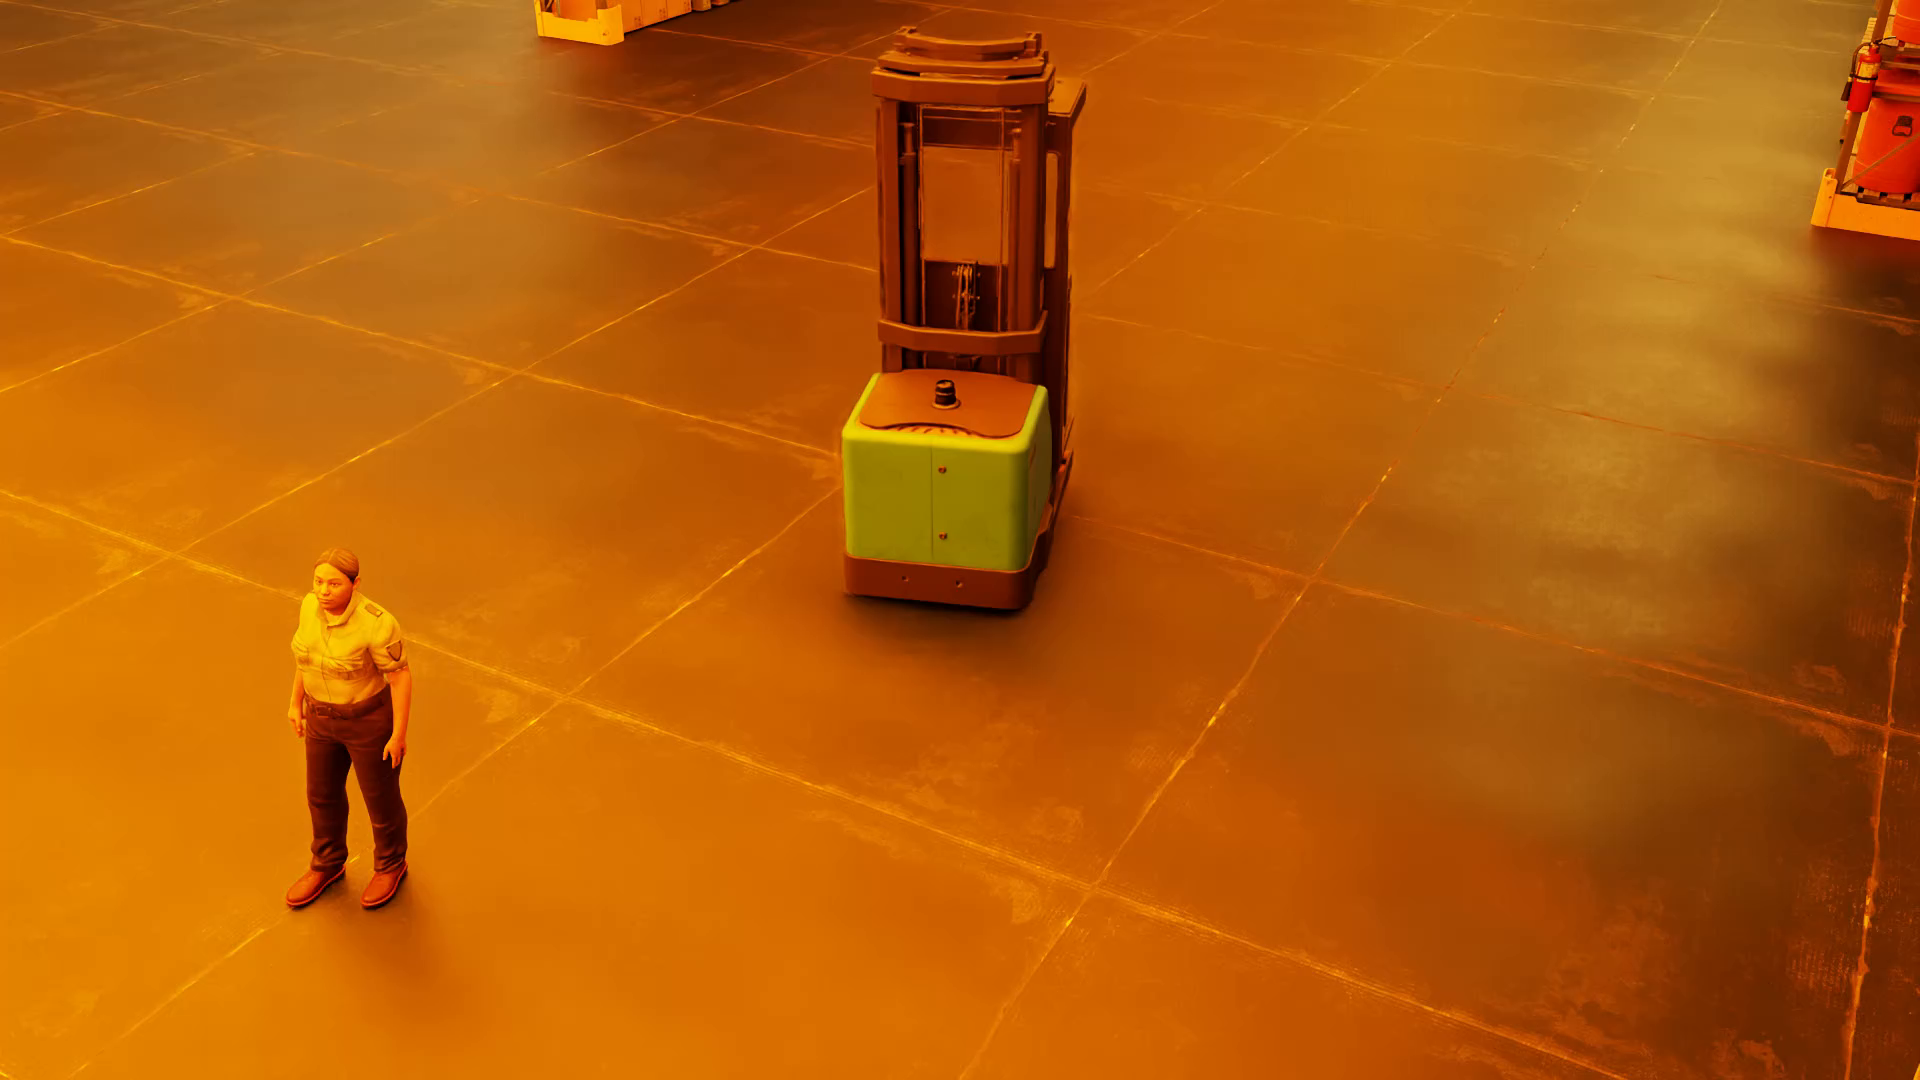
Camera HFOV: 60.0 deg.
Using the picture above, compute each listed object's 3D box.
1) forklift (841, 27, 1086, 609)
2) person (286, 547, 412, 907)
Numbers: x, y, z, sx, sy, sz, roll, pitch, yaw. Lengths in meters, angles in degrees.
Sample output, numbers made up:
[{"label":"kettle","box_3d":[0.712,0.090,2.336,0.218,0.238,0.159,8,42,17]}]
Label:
[{"label":"forklift","box_3d":[0.120,-1.606,9.853,1.130,2.935,3.031,5,30,9]},{"label":"person","box_3d":[-2.596,0.809,6.939,0.598,1.651,0.502,10,32,17]}]
